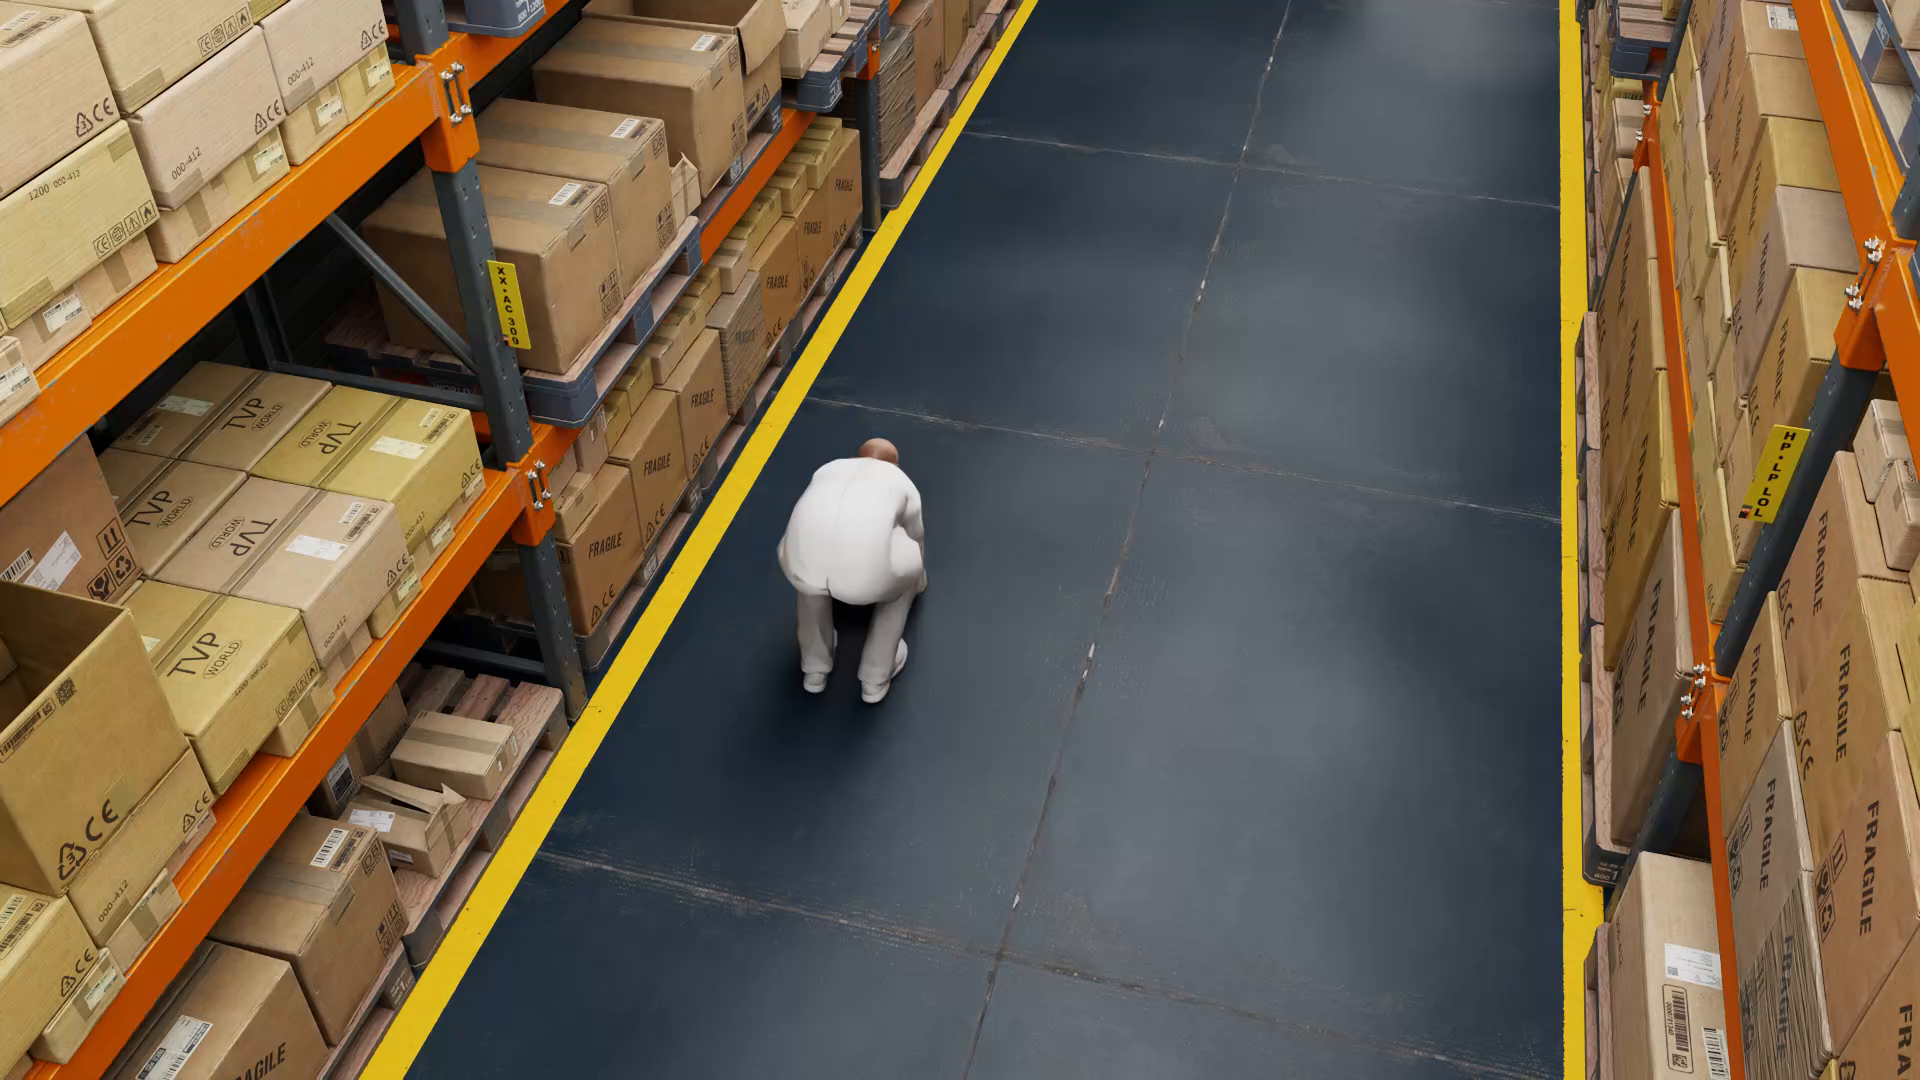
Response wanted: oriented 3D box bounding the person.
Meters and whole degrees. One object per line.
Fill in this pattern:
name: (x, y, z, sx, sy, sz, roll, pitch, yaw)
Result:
person: (-0.410, 0.062, 6.718, 0.594, 0.964, 0.952, 7, 41, 8)
